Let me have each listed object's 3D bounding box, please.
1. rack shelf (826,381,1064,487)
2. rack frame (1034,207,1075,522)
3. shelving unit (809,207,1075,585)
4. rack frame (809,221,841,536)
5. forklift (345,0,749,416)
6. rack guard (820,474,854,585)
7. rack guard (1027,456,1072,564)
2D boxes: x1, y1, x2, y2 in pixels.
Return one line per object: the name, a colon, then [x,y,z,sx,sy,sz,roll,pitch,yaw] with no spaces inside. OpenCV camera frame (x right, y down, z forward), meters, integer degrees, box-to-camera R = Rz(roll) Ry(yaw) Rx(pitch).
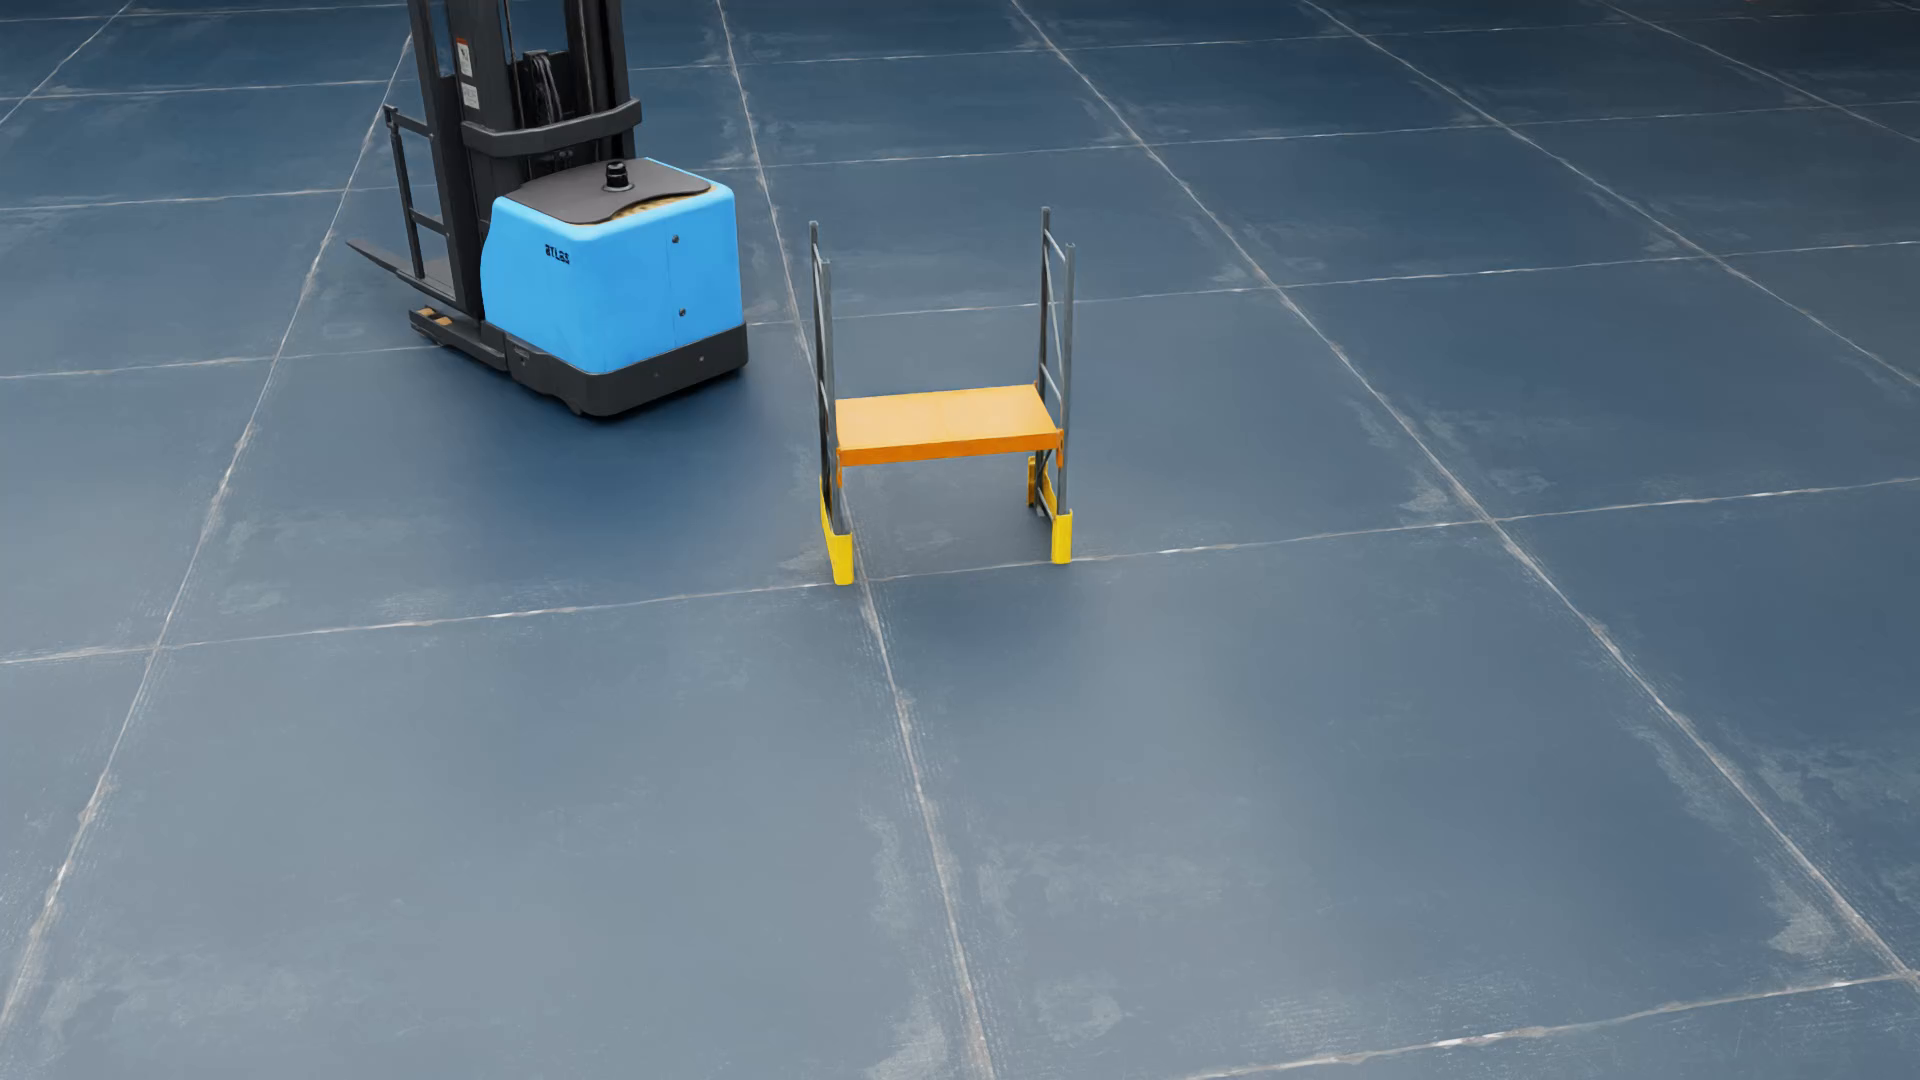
rack shelf: [-0.084,-0.484,7.448,1.000,0.185,0.538,-5,31,-9]
rack frame: [0.416,-0.685,7.436,0.032,1.500,0.500,-5,31,-9]
shelving unit: [-0.075,-0.640,7.358,1.083,1.500,0.587,-5,31,-9]
rack frame: [-0.584,-0.592,7.278,0.032,1.500,0.500,-5,31,-9]
forklift: [-2.586,-2.555,9.203,3.031,2.935,1.130,27,40,37]
rack guard: [-0.565,-0.055,7.597,0.087,0.250,0.587,-5,31,-9]
rack guard: [0.415,-0.146,7.752,0.087,0.250,0.587,-5,31,-9]
